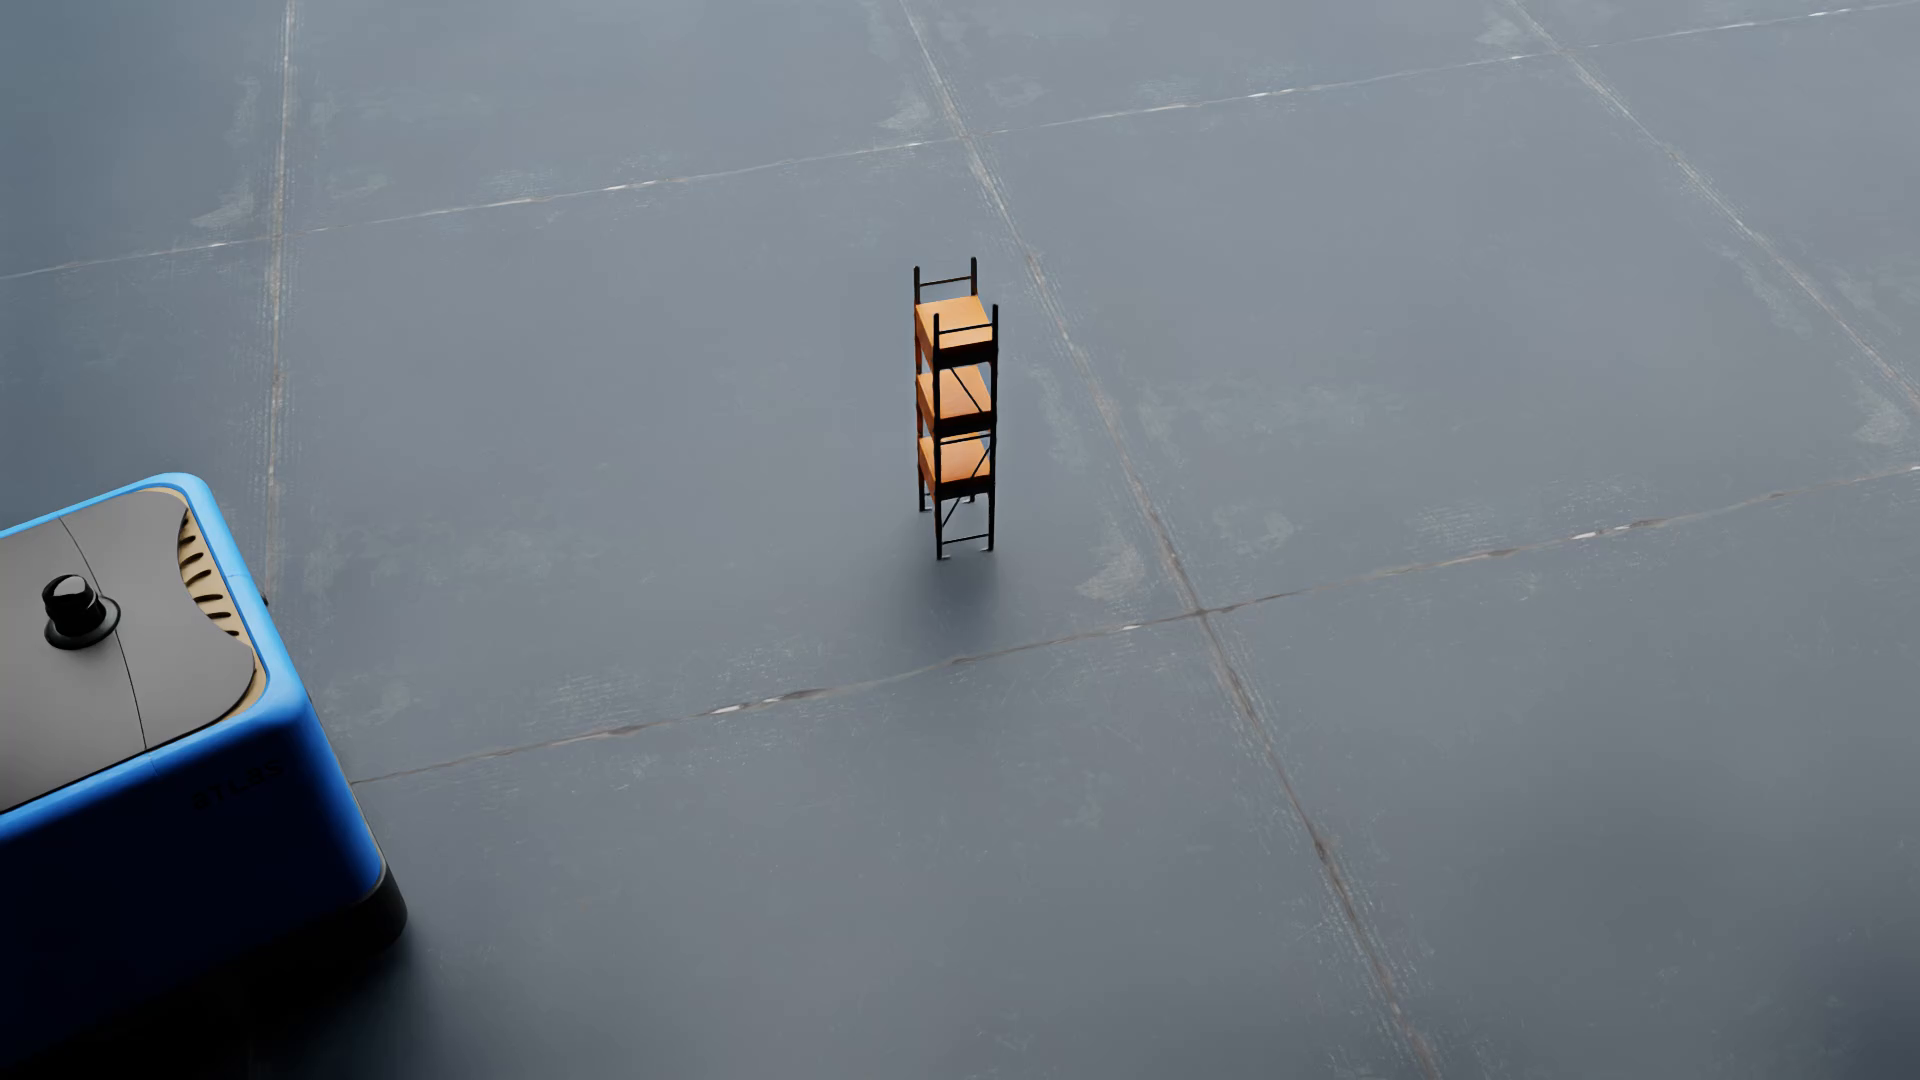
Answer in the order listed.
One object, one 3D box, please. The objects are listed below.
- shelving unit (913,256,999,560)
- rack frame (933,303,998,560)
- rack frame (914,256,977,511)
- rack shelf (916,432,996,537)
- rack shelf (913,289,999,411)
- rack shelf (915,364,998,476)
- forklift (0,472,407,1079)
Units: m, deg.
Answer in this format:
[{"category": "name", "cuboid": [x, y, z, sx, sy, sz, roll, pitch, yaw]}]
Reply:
[{"category": "shelving unit", "cuboid": [-0.014, -0.404, 5.411, 0.215, 1.050, 0.252, -11, 47, -10]}, {"category": "rack frame", "cuboid": [0.018, -0.320, 5.329, 0.200, 1.050, 0.008, -11, 47, -10]}, {"category": "rack frame", "cuboid": [-0.045, -0.489, 5.494, 0.200, 1.050, 0.008, -11, 47, -10]}, {"category": "rack shelf", "cuboid": [-0.014, -0.202, 5.617, 0.215, 0.259, 0.240, -11, 47, -10]}, {"category": "rack shelf", "cuboid": [-0.014, -0.596, 5.216, 0.215, 0.259, 0.240, -11, 47, -10]}, {"category": "rack shelf", "cuboid": [-0.014, -0.397, 5.419, 0.215, 0.259, 0.240, -11, 47, -10]}, {"category": "forklift", "cuboid": [-3.051, 0.380, 3.326, 3.031, 2.935, 1.130, -25, 51, -22]}]
